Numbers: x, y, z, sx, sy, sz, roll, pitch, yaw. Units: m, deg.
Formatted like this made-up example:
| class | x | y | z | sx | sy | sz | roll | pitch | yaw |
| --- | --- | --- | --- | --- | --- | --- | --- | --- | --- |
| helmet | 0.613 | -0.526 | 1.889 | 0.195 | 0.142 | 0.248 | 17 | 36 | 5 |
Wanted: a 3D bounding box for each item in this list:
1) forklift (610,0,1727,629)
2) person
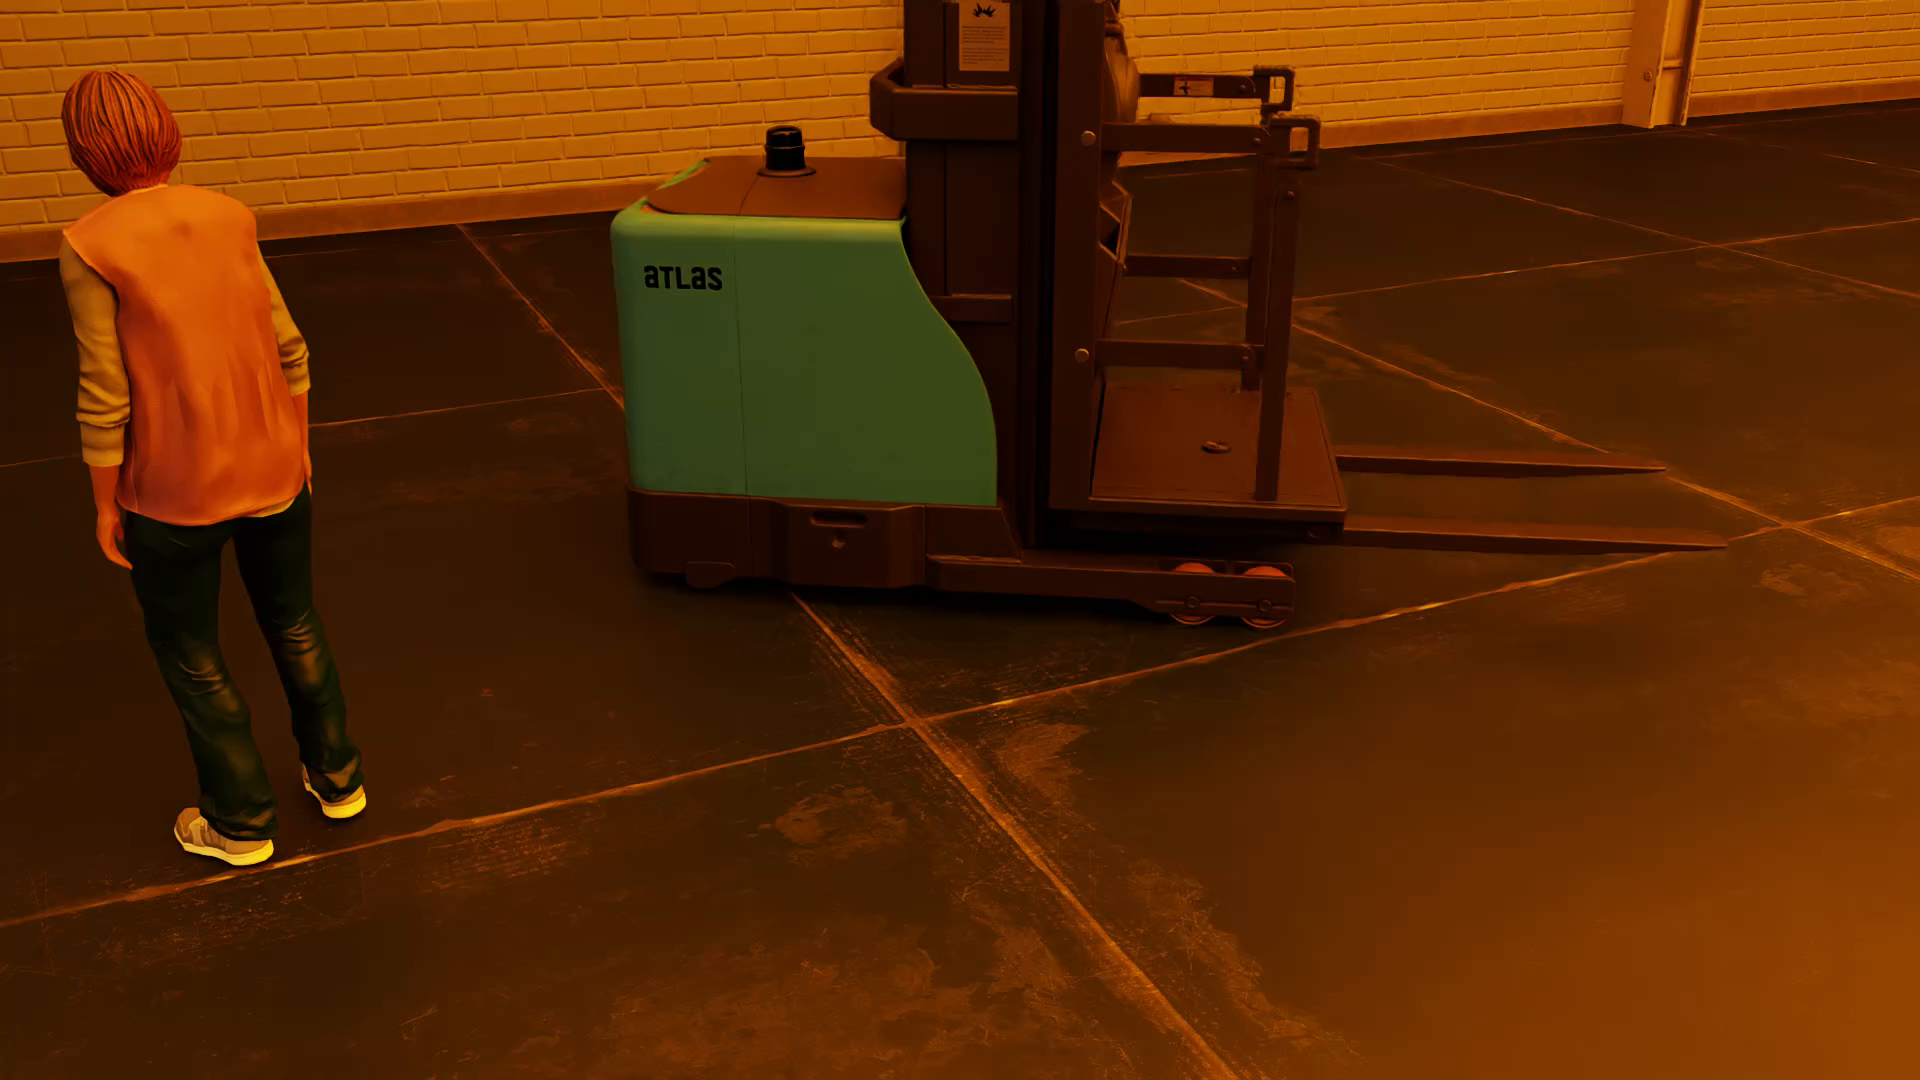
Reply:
| class | x | y | z | sx | sy | sz | roll | pitch | yaw |
| --- | --- | --- | --- | --- | --- | --- | --- | --- | --- |
| forklift | 0.610 | -1.329 | 4.485 | 3.031 | 2.935 | 1.130 | 3 | 23 | 6 |
| person | -1.477 | -0.101 | 3.278 | 0.349 | 1.590 | 0.468 | 17 | 28 | 35 |
